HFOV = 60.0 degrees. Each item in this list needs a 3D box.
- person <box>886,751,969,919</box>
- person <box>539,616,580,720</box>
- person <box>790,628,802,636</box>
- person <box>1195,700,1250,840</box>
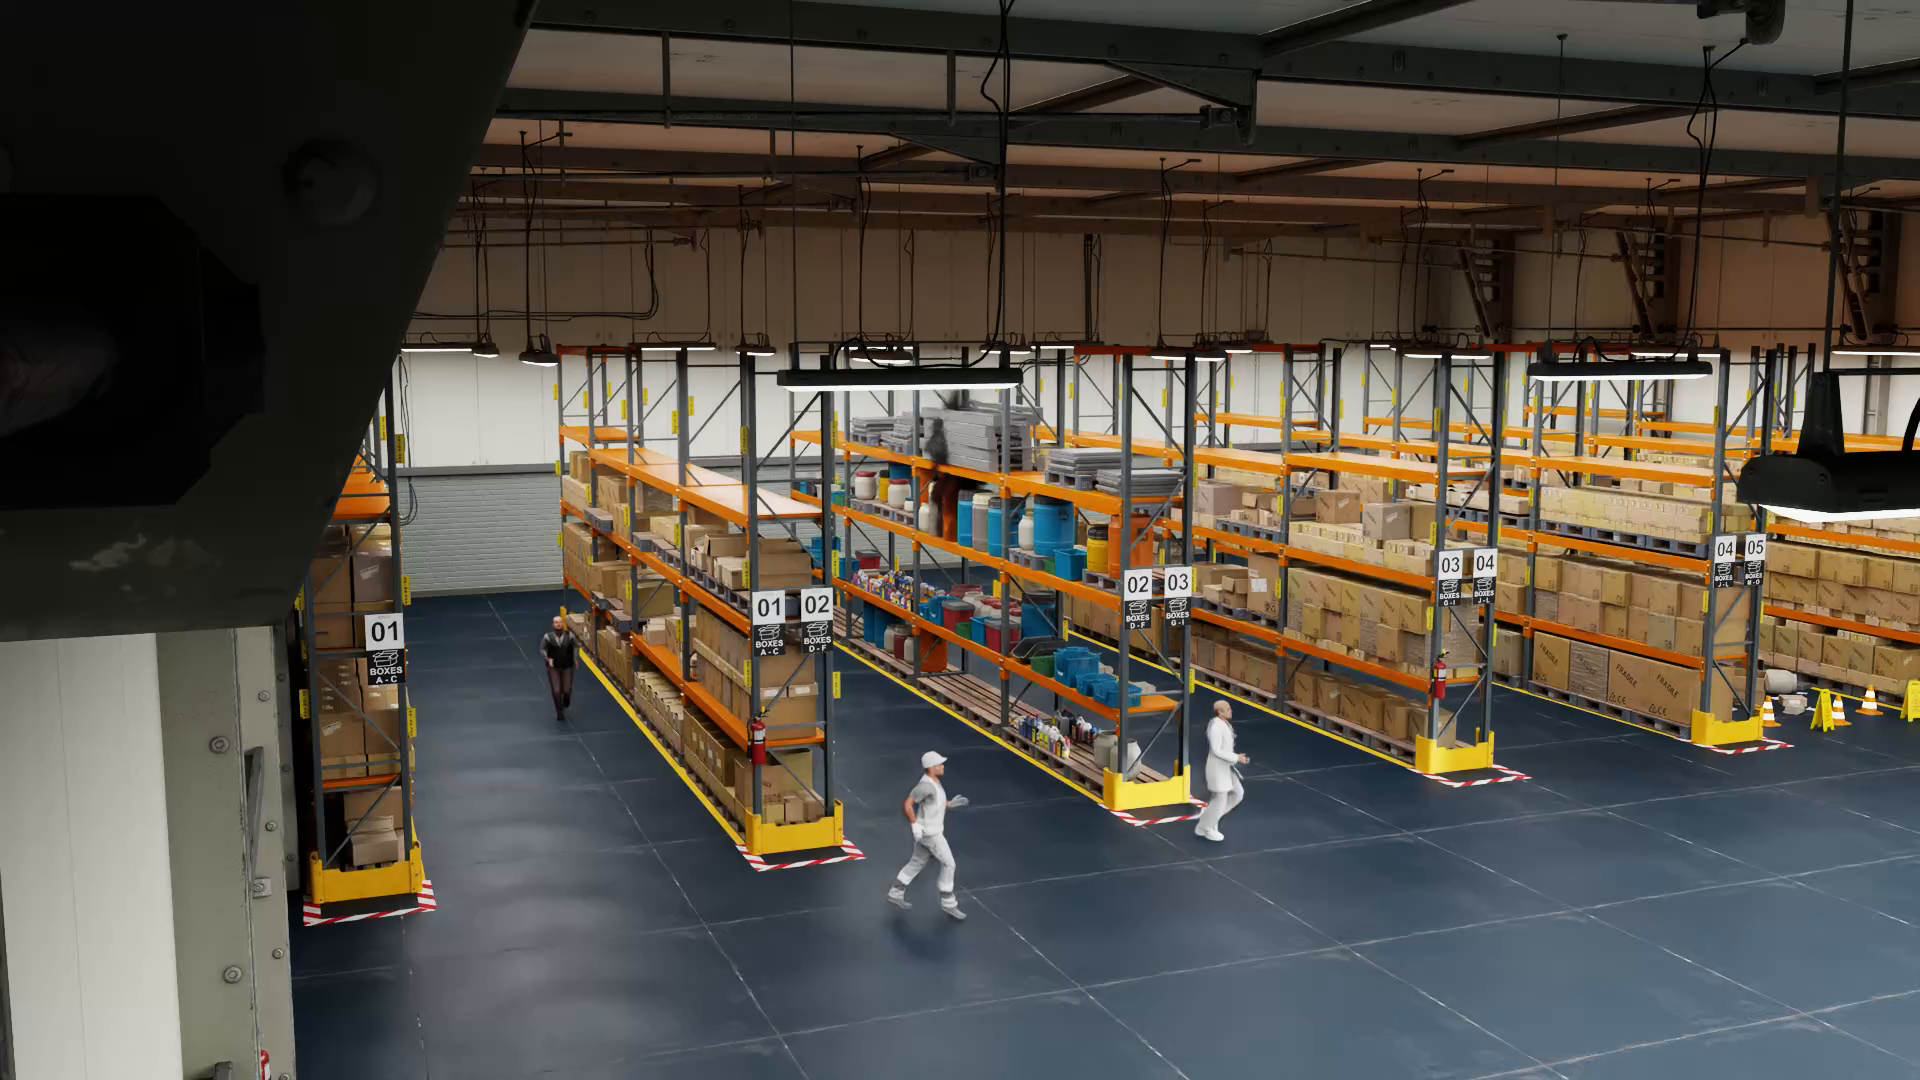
[{"bbox_3d":[-0.349,3.170,17.857,0.895,1.835,0.649,0,7,-4],"label":"person"},{"bbox_3d":[-6.516,2.076,27.089,0.661,1.680,0.585,-2,8,-16],"label":"person"},{"bbox_3d":[-3.027,1.569,30.701,0.684,1.775,0.794,-5,9,-32],"label":"person"},{"bbox_3d":[3.282,2.848,20.676,0.685,1.753,0.745,3,8,20],"label":"person"}]
